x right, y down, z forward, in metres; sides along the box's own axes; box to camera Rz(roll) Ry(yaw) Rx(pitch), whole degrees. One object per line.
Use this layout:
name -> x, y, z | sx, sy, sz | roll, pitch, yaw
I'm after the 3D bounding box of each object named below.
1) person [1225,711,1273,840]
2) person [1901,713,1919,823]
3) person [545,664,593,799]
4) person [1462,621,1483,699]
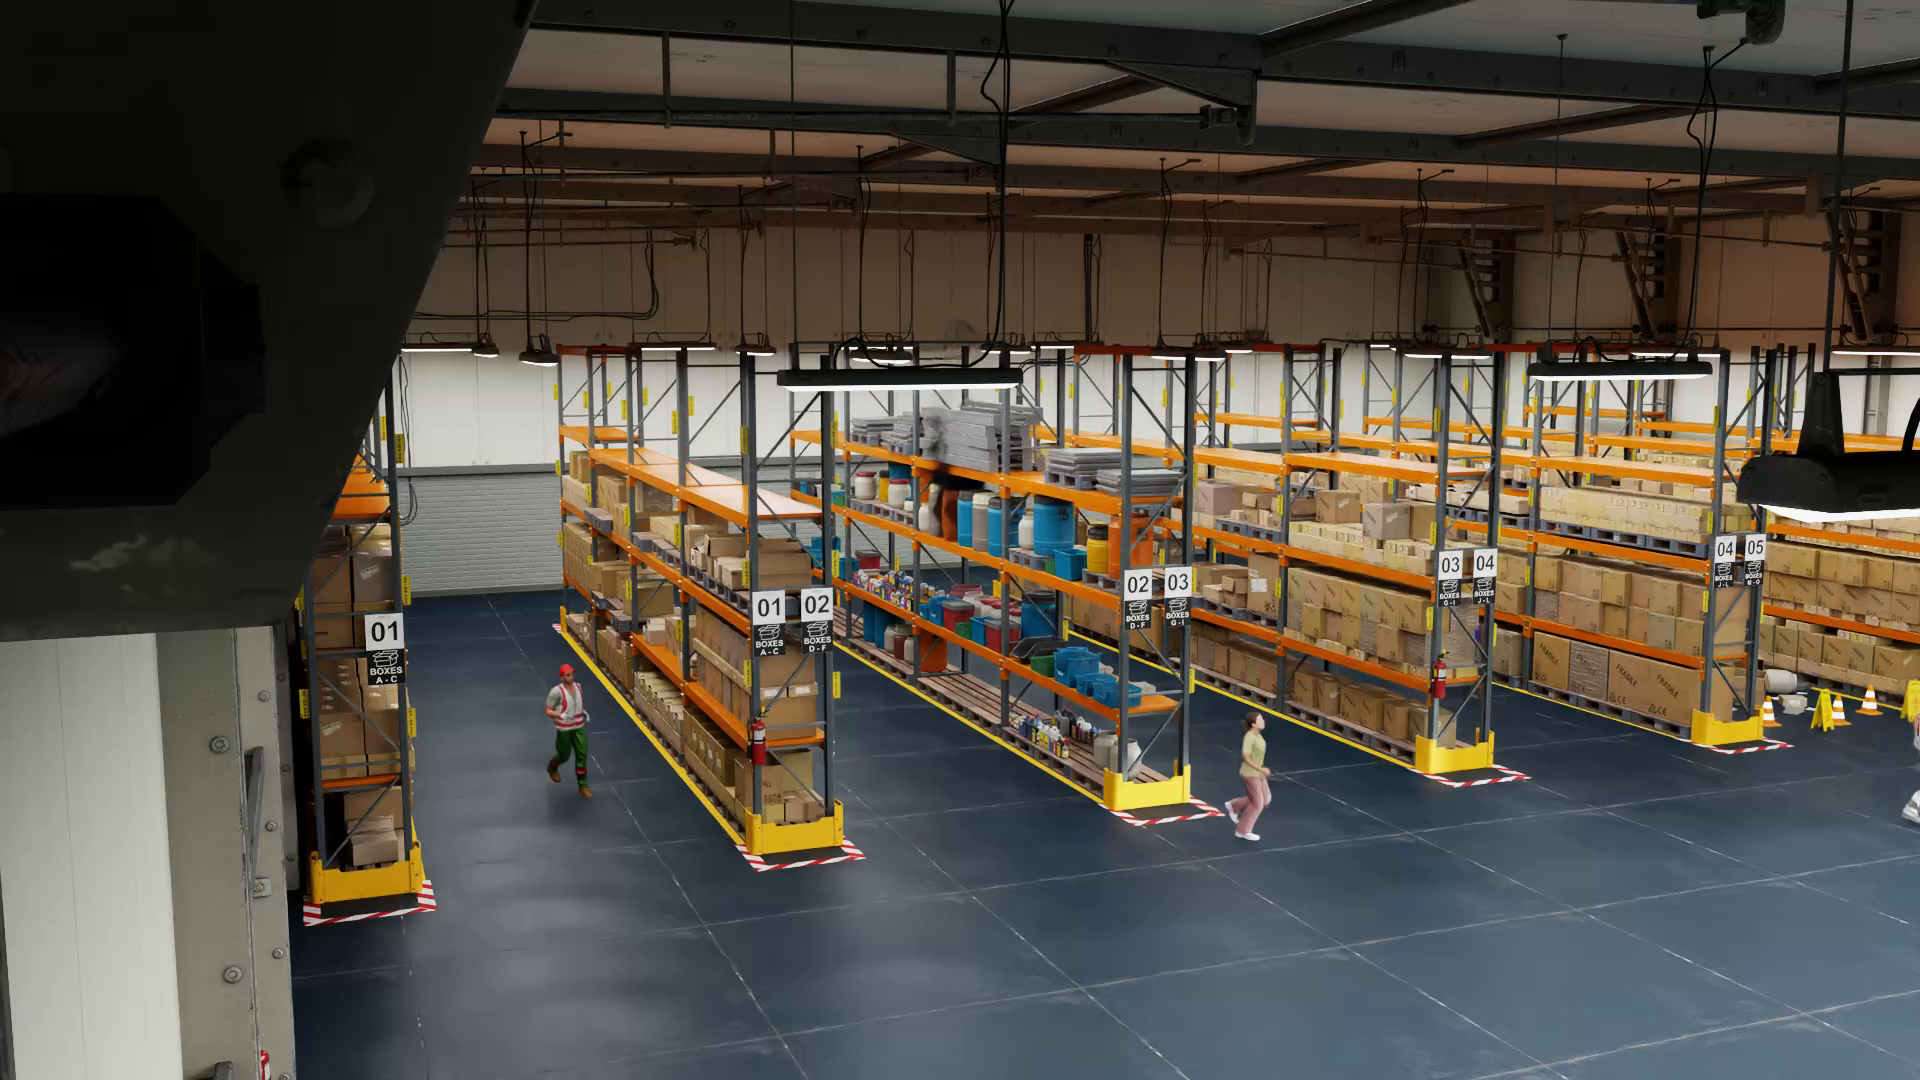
person -> 3.605, 2.916, 20.679 | 0.613, 1.634, 0.601 | 3, 8, 20
person -> 12.480, 2.763, 21.135 | 0.807, 1.745, 0.697 | 2, 7, 13
person -> -5.351, 2.526, 22.653 | 0.655, 1.712, 0.826 | -7, 10, -43
person -> 8.751, 1.902, 28.645 | 0.576, 1.604, 0.612 | -2, 8, -18
